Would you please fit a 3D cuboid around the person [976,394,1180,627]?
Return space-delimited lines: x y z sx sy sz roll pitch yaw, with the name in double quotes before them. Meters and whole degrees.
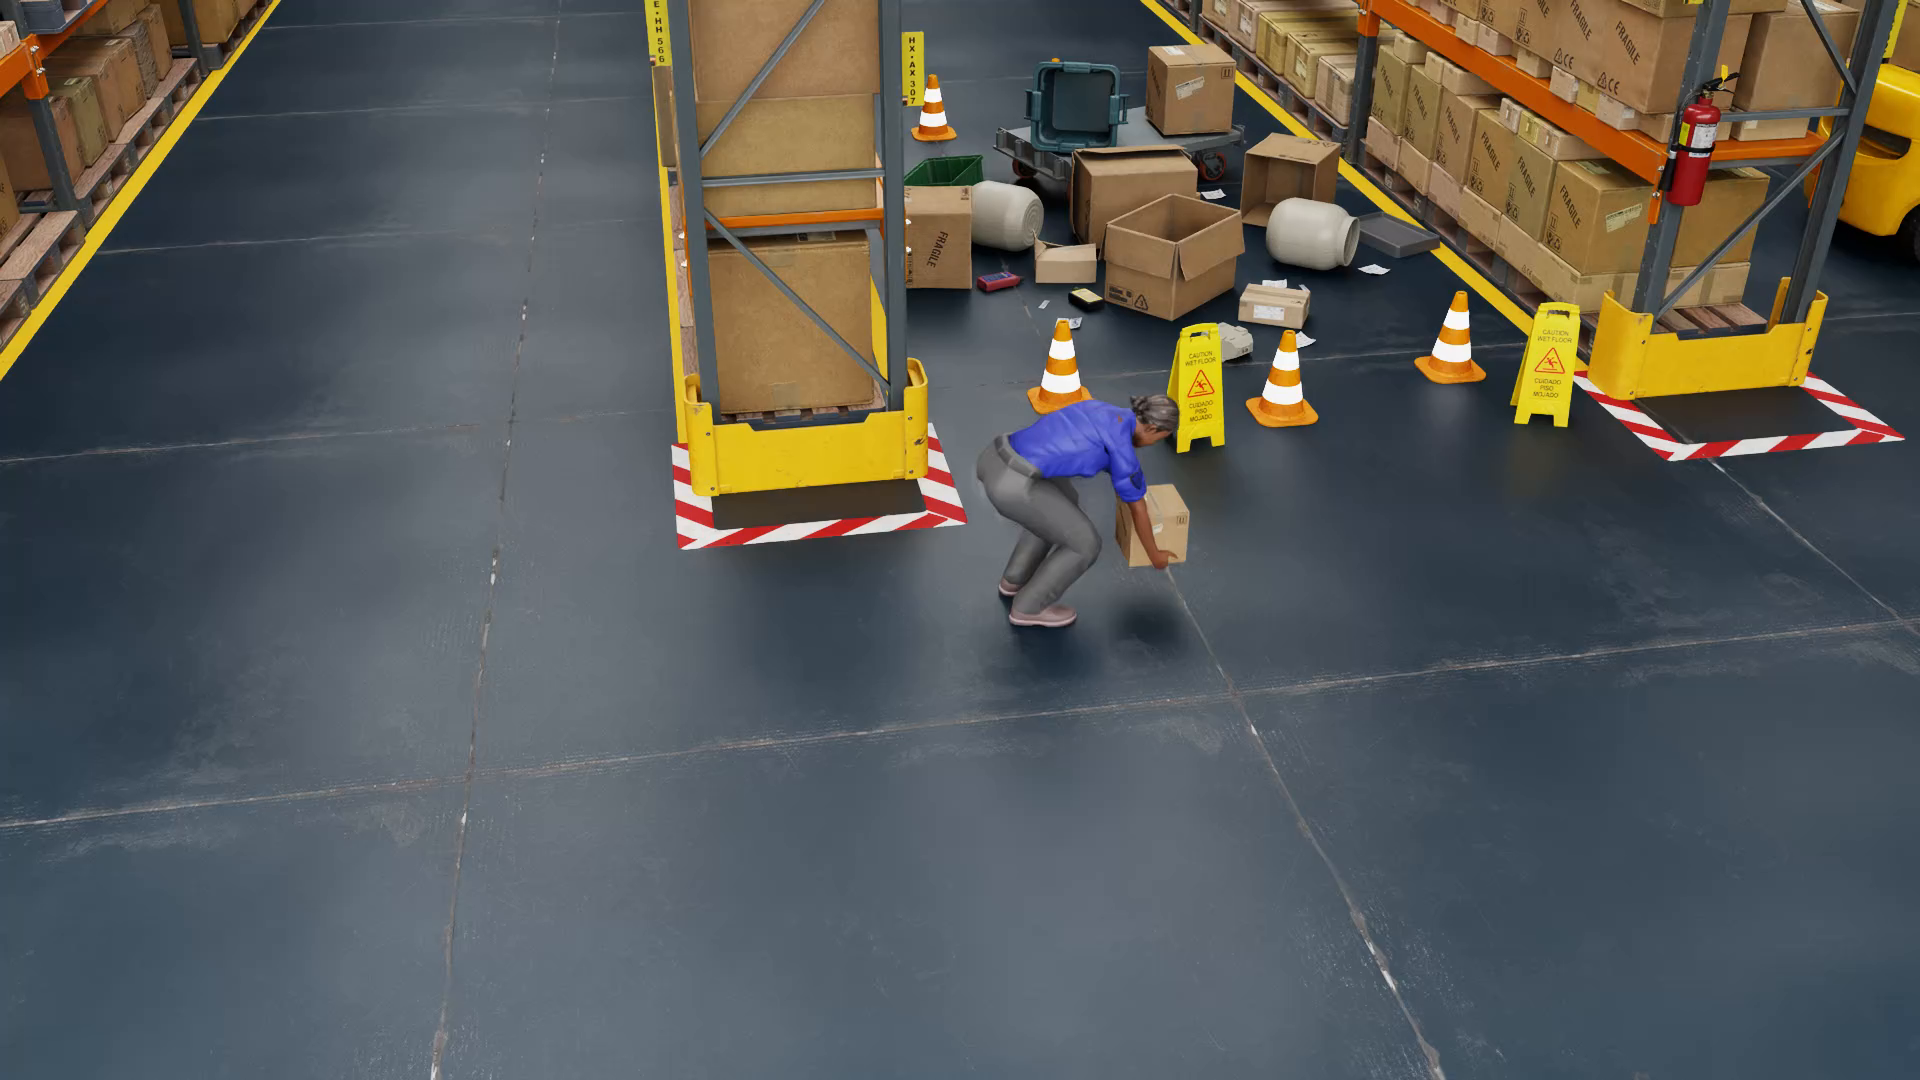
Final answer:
"person" 0.495 -0.145 7.054 0.861 0.971 0.468 -7 32 -11
